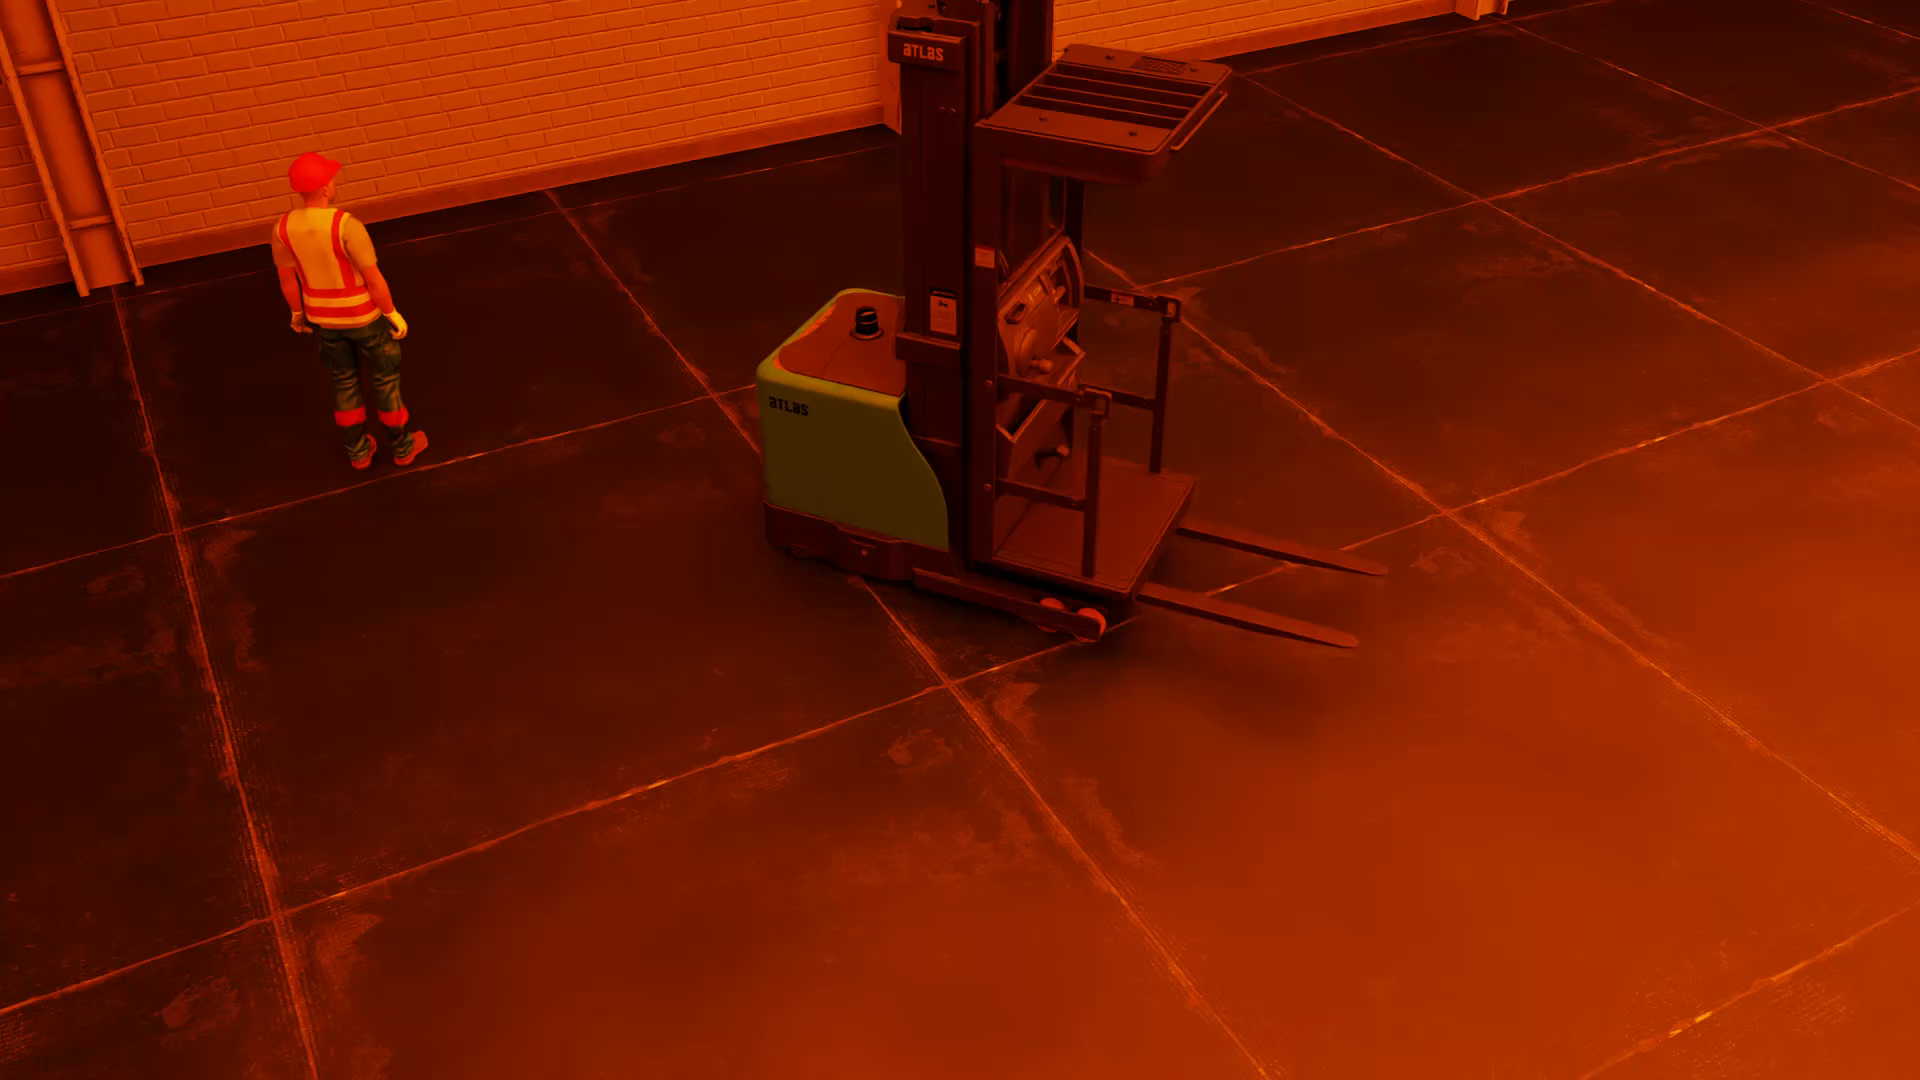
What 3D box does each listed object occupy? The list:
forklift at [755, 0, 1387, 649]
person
[{"bbox_3d":[0.559,-1.055,7.616,3.031,2.935,1.130,14,38,19],"label":"forklift"},{"bbox_3d":[-3.233,-1.205,8.819,0.626,1.794,0.383,2,35,3],"label":"person"}]
